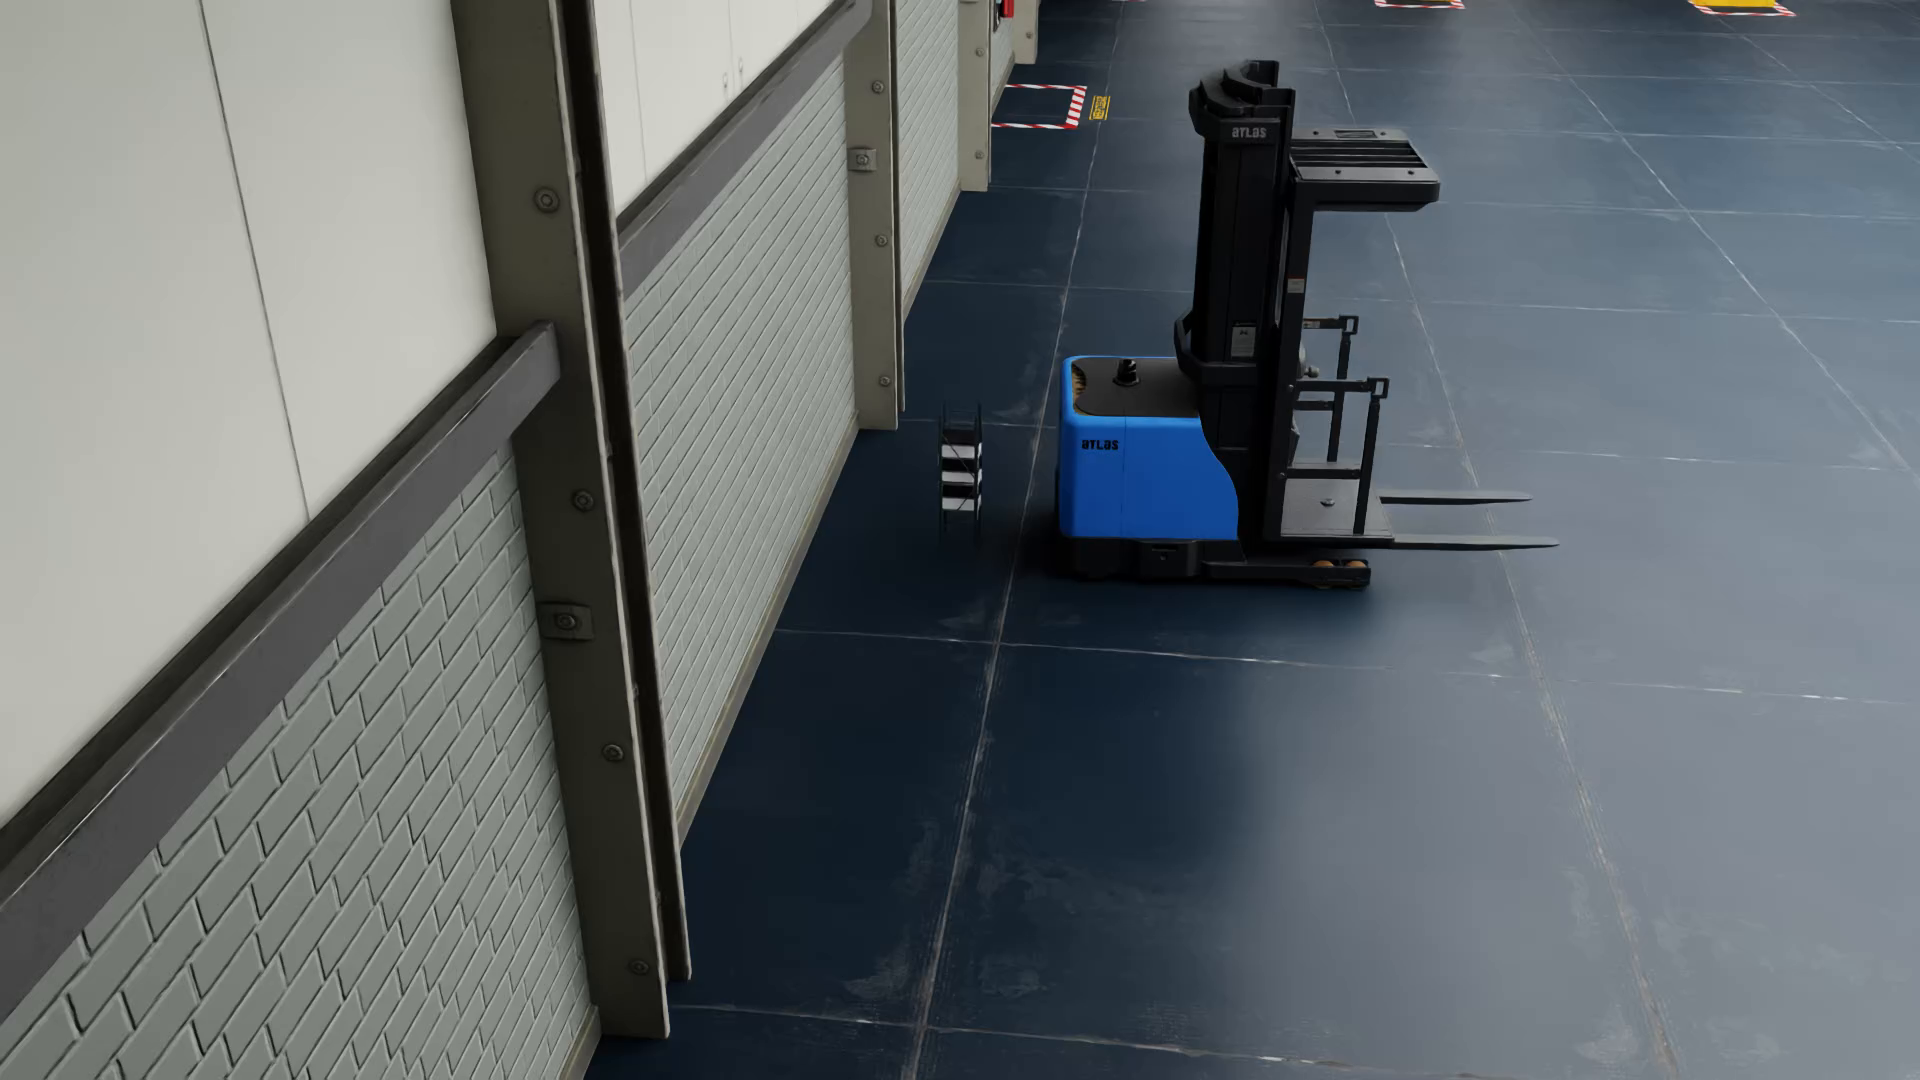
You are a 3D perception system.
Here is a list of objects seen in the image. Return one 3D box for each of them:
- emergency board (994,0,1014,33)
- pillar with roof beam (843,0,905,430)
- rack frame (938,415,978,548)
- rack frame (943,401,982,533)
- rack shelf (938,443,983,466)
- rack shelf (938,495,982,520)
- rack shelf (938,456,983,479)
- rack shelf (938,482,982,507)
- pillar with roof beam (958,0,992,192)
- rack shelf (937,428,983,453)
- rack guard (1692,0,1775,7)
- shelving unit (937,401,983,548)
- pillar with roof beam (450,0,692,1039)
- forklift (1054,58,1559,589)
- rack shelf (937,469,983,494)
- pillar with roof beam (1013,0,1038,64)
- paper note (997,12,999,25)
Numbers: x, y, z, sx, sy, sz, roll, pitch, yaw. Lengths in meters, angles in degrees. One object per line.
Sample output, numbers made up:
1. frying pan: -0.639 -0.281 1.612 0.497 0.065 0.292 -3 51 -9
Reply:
1. emergency board: 0.542 -6.702 19.819 0.194 1.169 0.643 3 28 6
2. pillar with roof beam: 3.685 -4.605 9.602 9.100 9.000 0.400 3 28 6
3. rack frame: -0.011 -0.352 10.247 0.240 0.900 0.006 3 28 6
4. rack frame: 0.013 -0.448 10.425 0.240 0.900 0.006 3 28 6
5. rack shelf: 0.001 -0.529 10.266 0.258 0.077 0.200 3 28 6
6. rack shelf: 0.001 -0.212 10.437 0.258 0.077 0.200 3 28 6
7. rack shelf: 0.001 -0.450 10.309 0.258 0.077 0.200 3 28 6
8. rack shelf: 0.001 -0.291 10.394 0.258 0.077 0.200 3 28 6
9. pillar with roof beam: 4.420 -7.429 14.845 9.100 9.000 0.400 3 28 6
10. rack shelf: 0.001 -0.608 10.223 0.258 0.077 0.200 3 28 6
11. rack guard: 12.186 -8.670 26.107 1.175 0.500 0.348 3 28 6
12. shelving unit: 0.001 -0.400 10.336 0.258 0.900 0.210 3 28 6
13. pillar with roof beam: 2.950 -1.781 4.360 9.100 9.000 0.400 3 28 6
14. forklift: 2.115 -1.252 9.777 3.031 2.935 1.130 1 28 2
15. rack shelf: 0.001 -0.371 10.352 0.258 0.077 0.200 3 28 6
16. pillar with roof beam: 5.155 -10.254 20.087 9.100 9.000 0.400 3 28 6
17. paper note: 0.452 -6.235 19.881 0.016 0.148 0.142 3 28 6
